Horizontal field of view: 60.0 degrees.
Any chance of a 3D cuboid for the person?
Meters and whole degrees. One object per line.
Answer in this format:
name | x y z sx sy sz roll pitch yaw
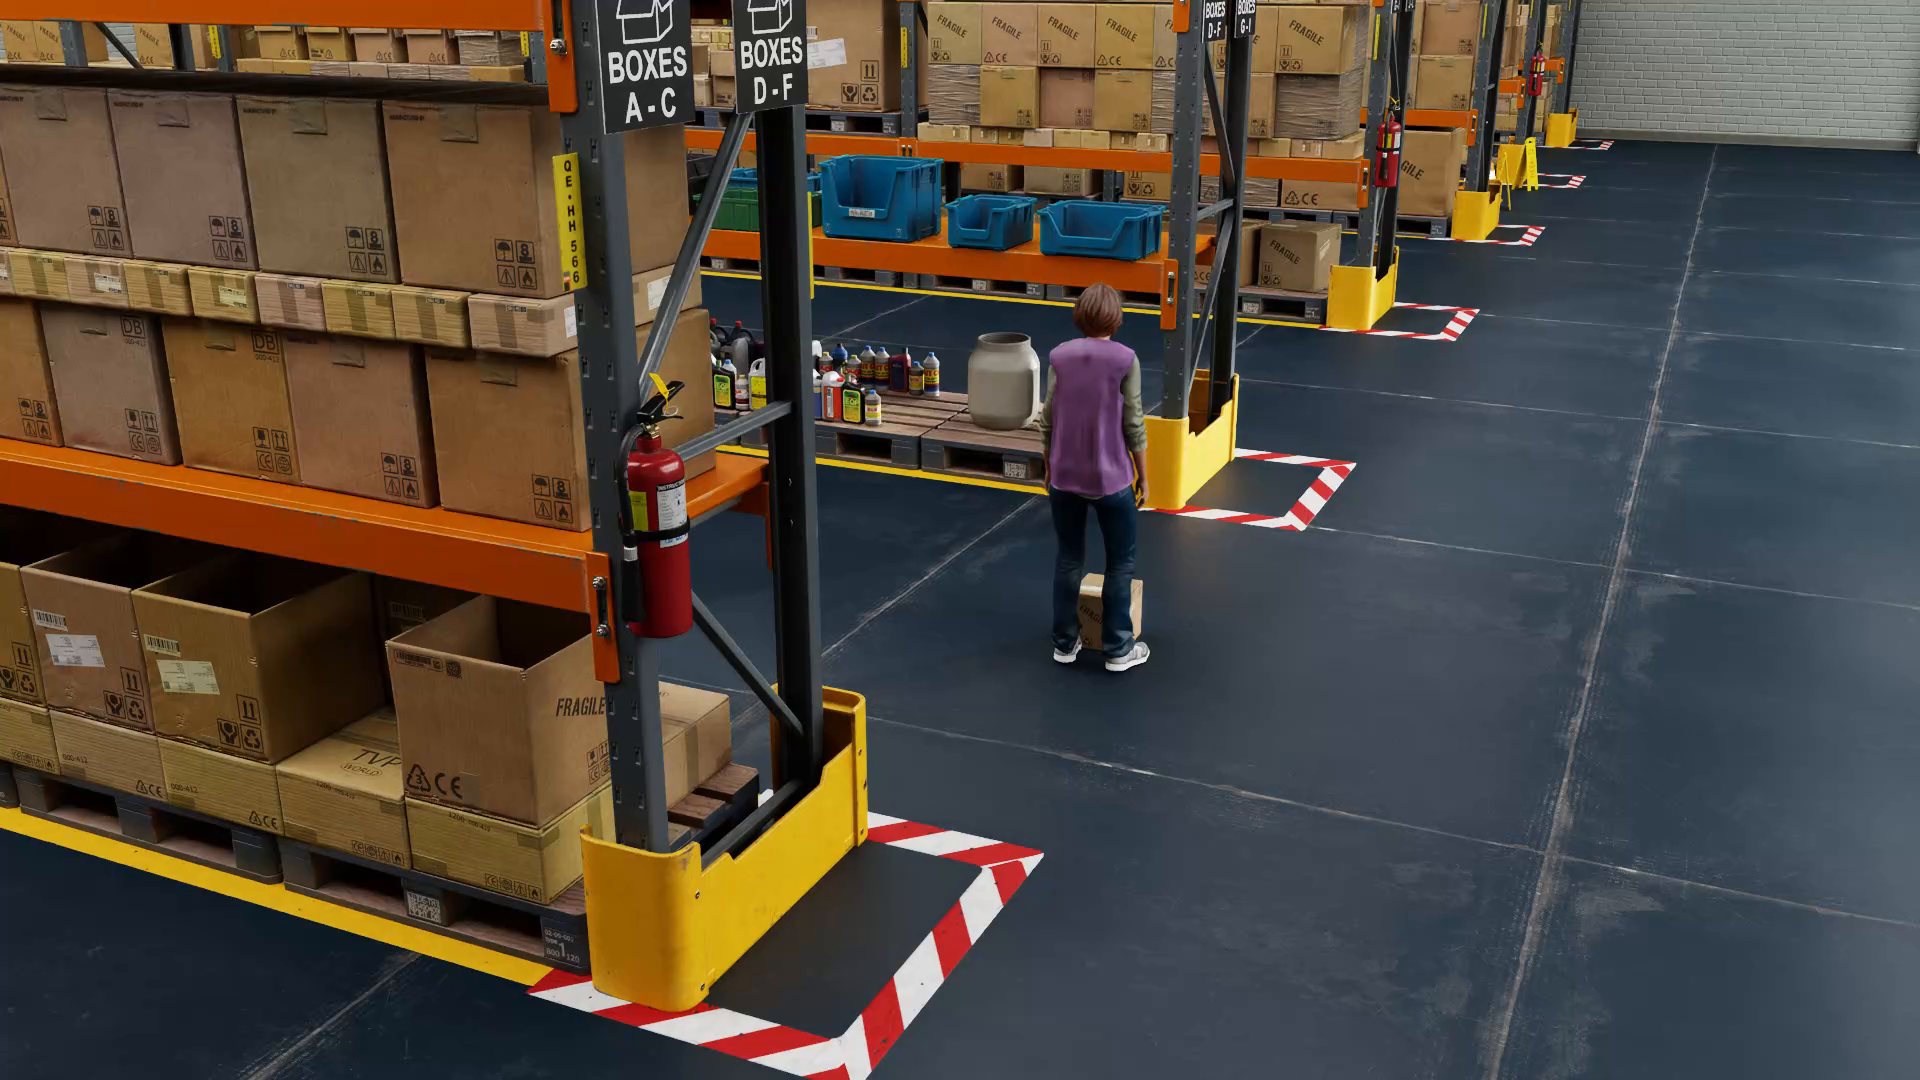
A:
person | 0.544 -0.241 6.769 0.459 1.593 0.347 8 21 23
